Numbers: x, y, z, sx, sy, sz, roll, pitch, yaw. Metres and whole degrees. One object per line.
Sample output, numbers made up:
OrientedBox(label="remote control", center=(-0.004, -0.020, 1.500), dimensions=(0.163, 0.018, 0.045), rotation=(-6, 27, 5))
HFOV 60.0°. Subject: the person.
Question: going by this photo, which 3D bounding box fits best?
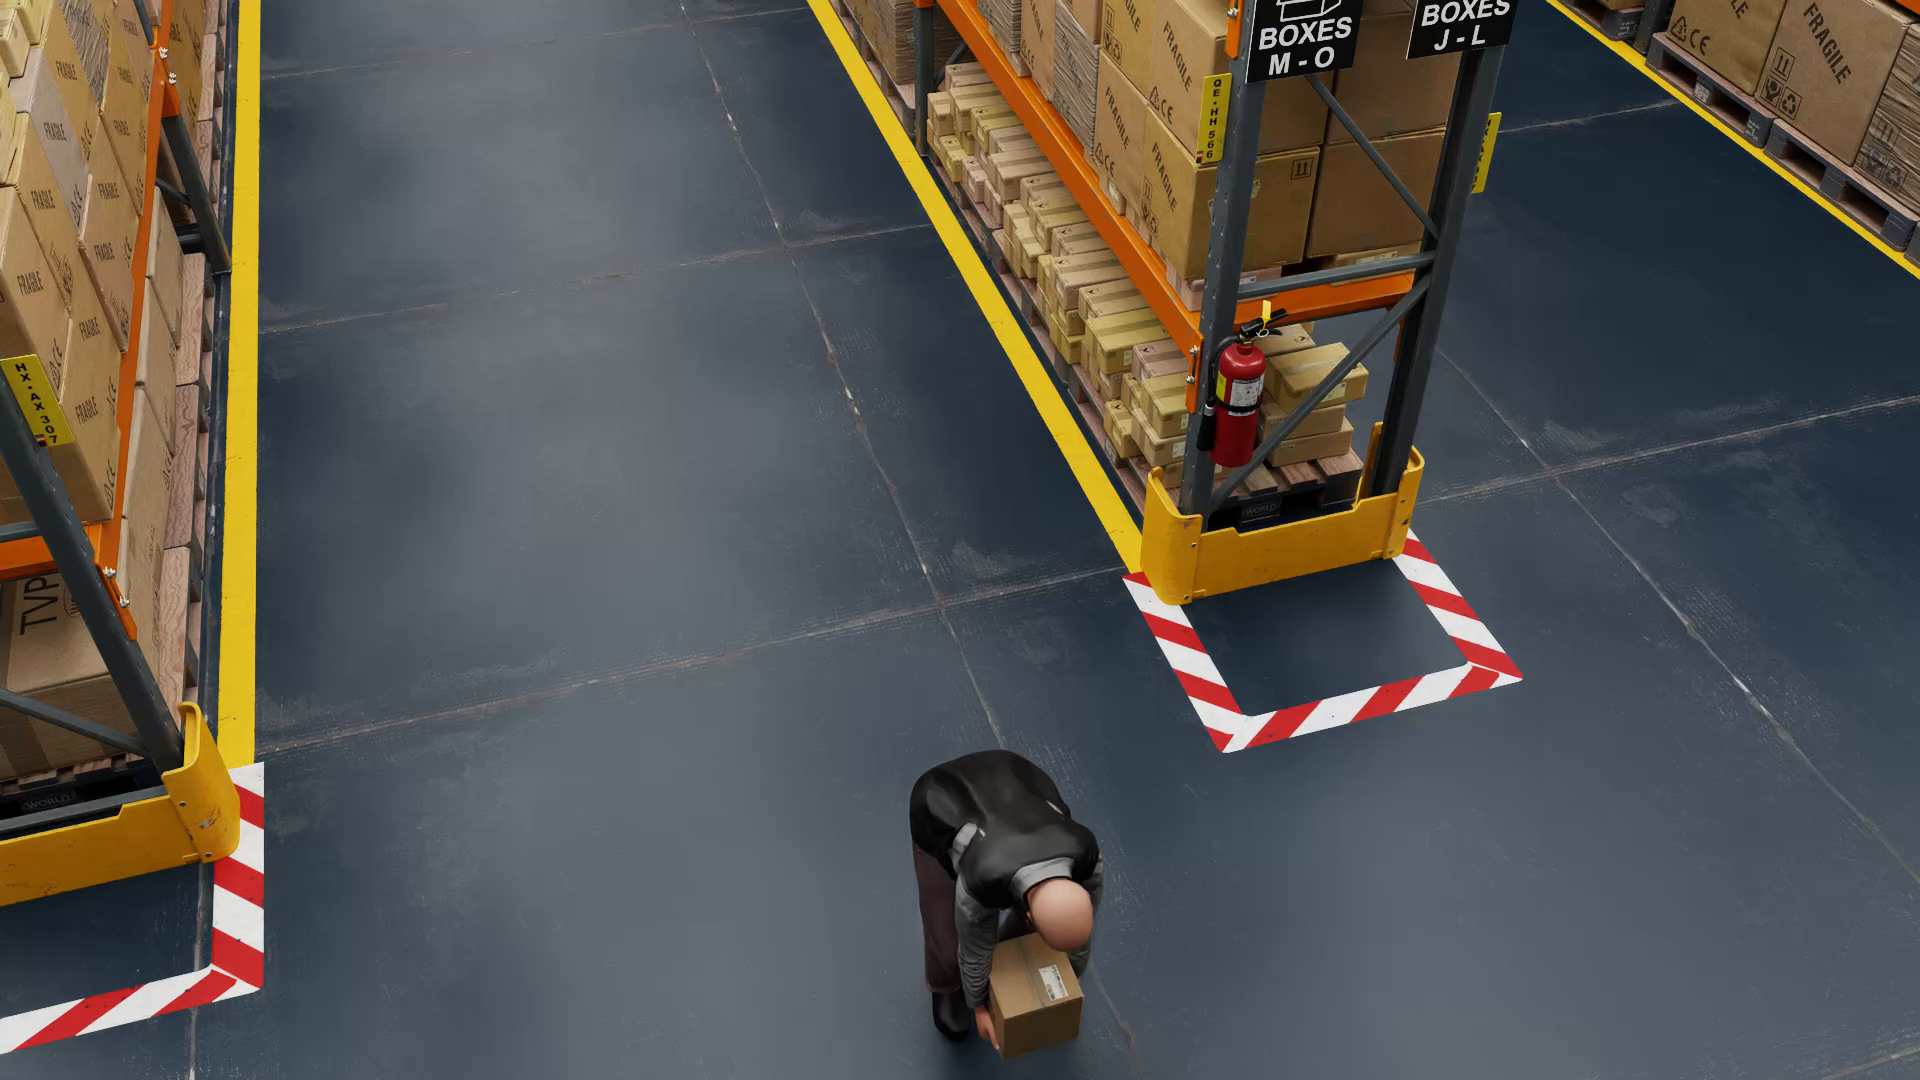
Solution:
OrientedBox(label="person", center=(0.155, 1.211, 5.174), dimensions=(0.474, 1.266, 0.909), rotation=(-13, 44, -14))
